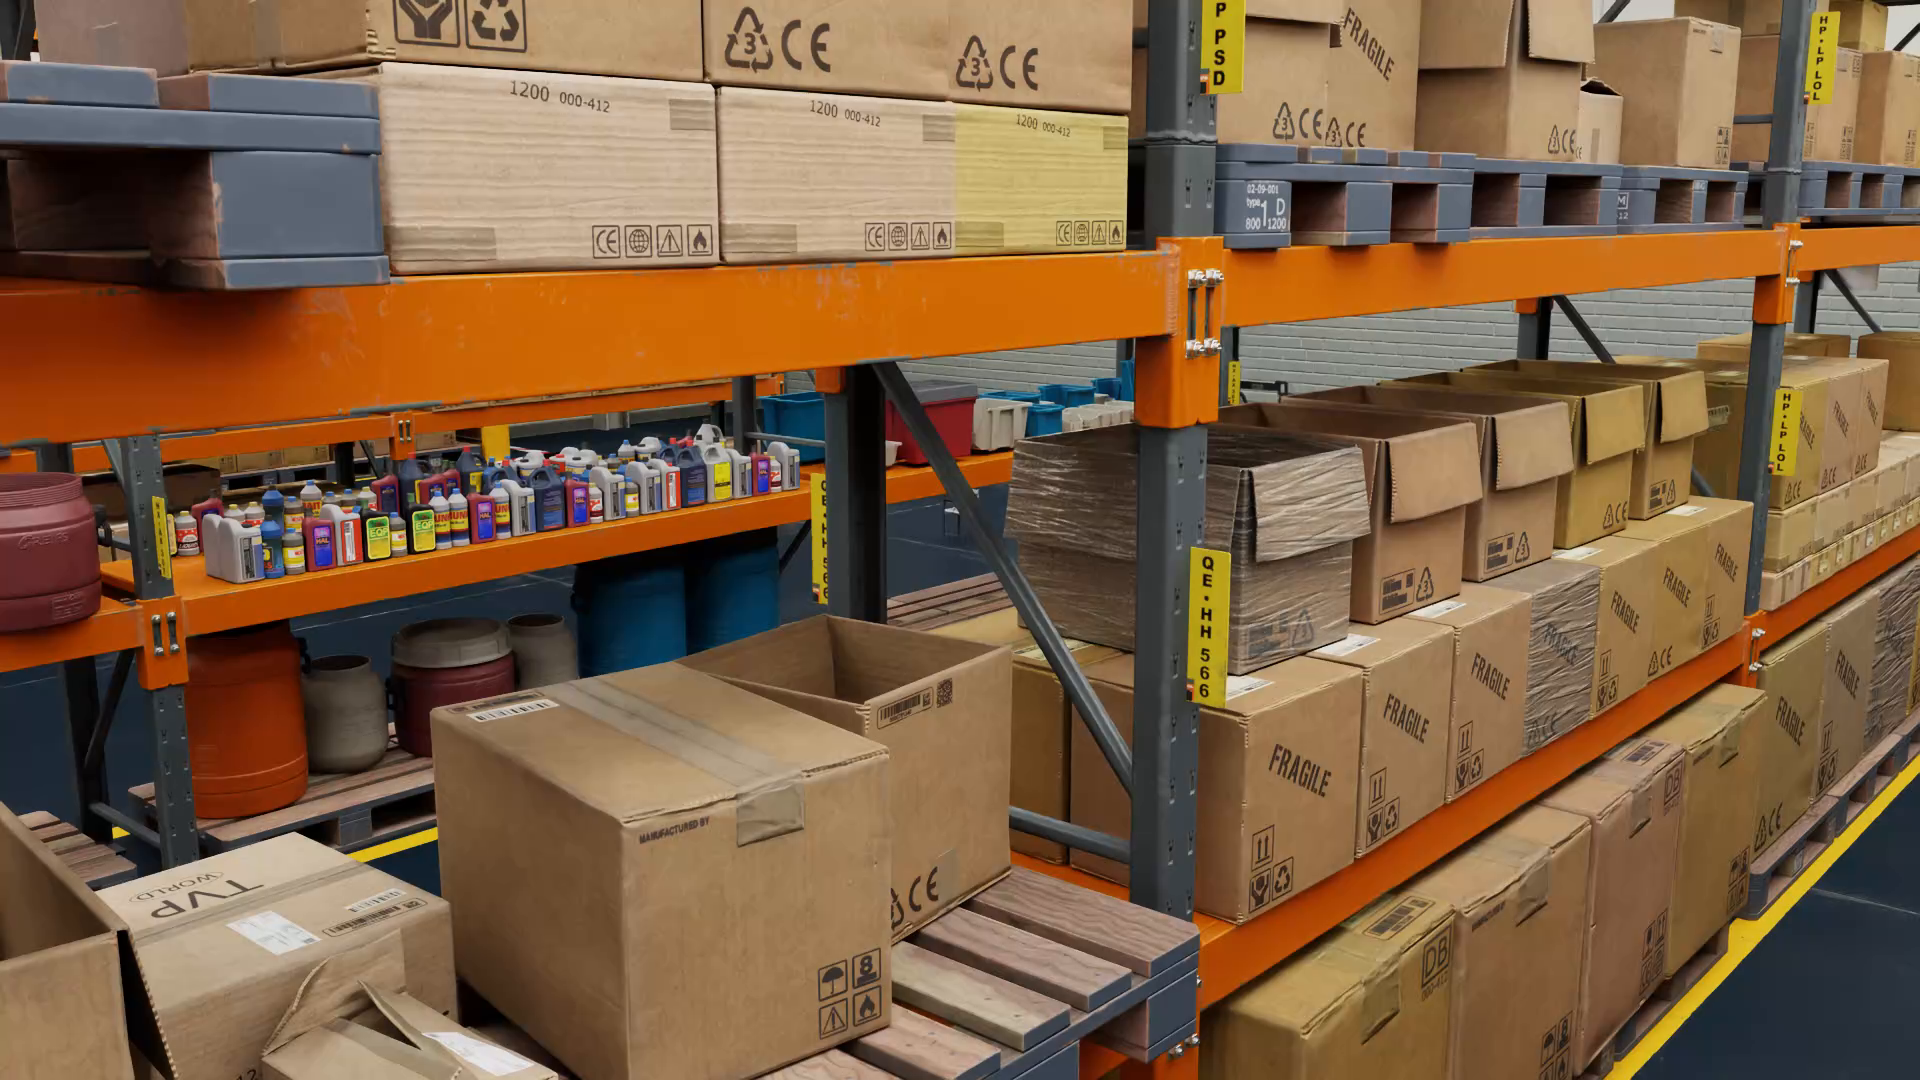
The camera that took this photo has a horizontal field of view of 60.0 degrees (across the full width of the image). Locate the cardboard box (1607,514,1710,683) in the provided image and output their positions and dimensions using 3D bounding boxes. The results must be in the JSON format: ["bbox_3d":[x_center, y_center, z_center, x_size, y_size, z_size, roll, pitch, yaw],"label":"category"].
[{"bbox_3d":[2.296,0.178,5.905,0.500,0.500,0.500,10,15,42],"label":"cardboard box"}]

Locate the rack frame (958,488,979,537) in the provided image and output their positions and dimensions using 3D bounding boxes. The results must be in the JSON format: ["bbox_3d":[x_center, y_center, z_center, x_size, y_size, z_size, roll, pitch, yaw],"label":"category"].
[{"bbox_3d":[0.072,-0.457,14.704,0.240,0.900,0.006,10,15,40],"label":"rack frame"}]

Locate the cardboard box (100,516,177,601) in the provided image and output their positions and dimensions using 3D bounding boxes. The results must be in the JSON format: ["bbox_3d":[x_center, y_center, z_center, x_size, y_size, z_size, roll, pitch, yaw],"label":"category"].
[{"bbox_3d":[-5.816,0.110,11.760,0.500,0.500,0.500,9,14,38],"label":"cardboard box"}]

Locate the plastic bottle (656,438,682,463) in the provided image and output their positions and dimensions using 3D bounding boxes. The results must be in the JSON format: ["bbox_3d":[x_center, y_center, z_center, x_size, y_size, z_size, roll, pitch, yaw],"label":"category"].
[{"bbox_3d":[-1.580,-0.379,9.075,0.144,0.351,0.185,10,15,40],"label":"plastic bottle"}]

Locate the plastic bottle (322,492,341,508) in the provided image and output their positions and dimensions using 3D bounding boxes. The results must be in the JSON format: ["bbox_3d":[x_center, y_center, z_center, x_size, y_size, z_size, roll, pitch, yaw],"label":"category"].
[{"bbox_3d":[-3.120,-0.138,8.251,0.097,0.201,0.097,0,11,0],"label":"plastic bottle"}]

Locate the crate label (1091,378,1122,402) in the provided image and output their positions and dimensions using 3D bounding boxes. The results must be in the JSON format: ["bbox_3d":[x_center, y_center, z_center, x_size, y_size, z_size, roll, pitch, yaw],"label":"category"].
[{"bbox_3d":[1.241,-1.131,12.990,0.416,0.233,0.303,10,15,40],"label":"crate label"}]

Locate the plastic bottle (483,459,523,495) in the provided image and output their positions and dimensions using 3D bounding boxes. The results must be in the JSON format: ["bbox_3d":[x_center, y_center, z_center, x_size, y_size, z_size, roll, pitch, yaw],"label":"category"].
[{"bbox_3d":[-2.280,-0.225,8.306,0.144,0.351,0.185,10,15,40],"label":"plastic bottle"}]

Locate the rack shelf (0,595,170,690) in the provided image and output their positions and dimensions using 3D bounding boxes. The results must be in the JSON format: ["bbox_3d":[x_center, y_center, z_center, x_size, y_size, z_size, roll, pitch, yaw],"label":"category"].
[{"bbox_3d":[-4.950,0.646,5.653,1.077,0.370,4.000,10,15,40],"label":"rack shelf"}]

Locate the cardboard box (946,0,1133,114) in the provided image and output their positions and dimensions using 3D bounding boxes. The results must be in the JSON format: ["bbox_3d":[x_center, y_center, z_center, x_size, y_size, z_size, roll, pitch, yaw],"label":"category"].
[{"bbox_3d":[-0.036,-1.023,2.983,0.500,0.500,0.500,10,15,42],"label":"cardboard box"}]

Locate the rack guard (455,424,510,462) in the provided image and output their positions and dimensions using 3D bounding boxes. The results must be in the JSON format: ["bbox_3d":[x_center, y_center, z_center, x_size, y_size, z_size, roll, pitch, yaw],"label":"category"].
[{"bbox_3d":[-5.775,-1.236,19.624,1.175,0.500,0.348,10,15,40],"label":"rack guard"}]

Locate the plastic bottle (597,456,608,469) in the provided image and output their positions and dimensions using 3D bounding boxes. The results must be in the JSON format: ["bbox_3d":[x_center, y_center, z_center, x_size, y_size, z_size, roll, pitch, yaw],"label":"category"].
[{"bbox_3d":[-2.048,-0.377,9.446,0.097,0.201,0.097,0,11,0],"label":"plastic bottle"}]

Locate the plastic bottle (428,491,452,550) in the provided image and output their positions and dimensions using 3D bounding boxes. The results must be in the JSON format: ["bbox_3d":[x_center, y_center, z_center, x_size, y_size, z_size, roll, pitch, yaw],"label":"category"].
[{"bbox_3d":[-2.458,-0.094,7.854,0.097,0.271,0.097,0,11,0],"label":"plastic bottle"}]

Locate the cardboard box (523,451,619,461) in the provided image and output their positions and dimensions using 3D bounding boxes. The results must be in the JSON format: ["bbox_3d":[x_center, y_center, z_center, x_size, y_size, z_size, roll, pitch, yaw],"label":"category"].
[{"bbox_3d":[-3.471,-0.499,14.800,0.797,0.503,0.637,10,15,40],"label":"cardboard box"}]

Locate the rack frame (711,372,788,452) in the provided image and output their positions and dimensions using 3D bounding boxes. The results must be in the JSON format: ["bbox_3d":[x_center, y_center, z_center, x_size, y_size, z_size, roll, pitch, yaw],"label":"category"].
[{"bbox_3d":[-2.067,-1.819,16.158,1.000,3.000,0.127,10,15,40],"label":"rack frame"}]

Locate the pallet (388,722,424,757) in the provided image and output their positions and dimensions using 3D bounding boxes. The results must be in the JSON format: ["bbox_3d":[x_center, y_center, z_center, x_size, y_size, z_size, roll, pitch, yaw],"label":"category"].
[{"bbox_3d":[-2.335,1.067,8.831,1.003,0.211,1.213,10,15,40],"label":"pallet"}]

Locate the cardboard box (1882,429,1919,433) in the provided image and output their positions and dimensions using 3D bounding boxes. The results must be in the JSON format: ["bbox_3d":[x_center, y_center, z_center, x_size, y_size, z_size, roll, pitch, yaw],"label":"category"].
[{"bbox_3d":[5.251,-0.504,9.199,0.500,0.250,0.500,9,15,39],"label":"cardboard box"}]

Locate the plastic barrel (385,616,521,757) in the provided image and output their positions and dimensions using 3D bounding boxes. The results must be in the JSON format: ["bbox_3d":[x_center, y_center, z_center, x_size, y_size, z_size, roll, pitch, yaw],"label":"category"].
[{"bbox_3d":[-2.574,0.736,8.454,0.600,0.588,0.708,10,15,40],"label":"plastic barrel"}]

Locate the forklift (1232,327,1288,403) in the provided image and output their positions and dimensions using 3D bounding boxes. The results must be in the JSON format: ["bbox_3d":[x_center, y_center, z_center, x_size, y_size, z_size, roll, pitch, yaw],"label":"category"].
[{"bbox_3d":[2.366,-1.484,14.660,3.031,2.935,1.130,9,14,37],"label":"forklift"}]

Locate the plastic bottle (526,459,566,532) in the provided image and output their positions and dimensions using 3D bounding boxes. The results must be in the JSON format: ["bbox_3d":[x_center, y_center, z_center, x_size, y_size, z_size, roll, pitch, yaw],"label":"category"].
[{"bbox_3d":[-2.077,-0.225,8.307,0.144,0.351,0.185,10,15,40],"label":"plastic bottle"}]

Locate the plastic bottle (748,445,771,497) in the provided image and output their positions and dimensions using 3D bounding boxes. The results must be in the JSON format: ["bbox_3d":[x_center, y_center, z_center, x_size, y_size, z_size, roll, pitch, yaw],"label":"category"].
[{"bbox_3d":[-1.125,-0.392,9.314,0.061,0.283,0.133,10,15,40],"label":"plastic bottle"}]

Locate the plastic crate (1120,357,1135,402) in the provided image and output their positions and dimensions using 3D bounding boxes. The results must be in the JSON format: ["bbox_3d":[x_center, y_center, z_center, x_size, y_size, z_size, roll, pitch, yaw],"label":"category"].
[{"bbox_3d":[1.571,-1.151,12.572,0.616,0.435,0.499,10,15,40],"label":"plastic crate"}]

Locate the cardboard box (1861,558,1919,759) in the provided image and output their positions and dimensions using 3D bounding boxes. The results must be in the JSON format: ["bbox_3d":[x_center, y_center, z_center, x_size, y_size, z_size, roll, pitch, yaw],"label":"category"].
[{"bbox_3d":[4.409,0.537,8.716,0.875,0.875,0.875,10,15,40],"label":"cardboard box"}]

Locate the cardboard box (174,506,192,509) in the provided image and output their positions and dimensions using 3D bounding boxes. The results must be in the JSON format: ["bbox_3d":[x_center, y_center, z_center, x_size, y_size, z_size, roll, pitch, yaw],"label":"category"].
[{"bbox_3d":[-5.889,-0.028,12.451,0.500,0.500,0.500,10,15,41],"label":"cardboard box"}]

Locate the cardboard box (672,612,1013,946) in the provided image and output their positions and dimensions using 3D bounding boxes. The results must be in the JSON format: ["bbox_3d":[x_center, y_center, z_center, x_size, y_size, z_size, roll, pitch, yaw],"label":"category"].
[{"bbox_3d":[-0.236,0.469,3.375,0.500,0.500,0.500,8,14,33],"label":"cardboard box"}]

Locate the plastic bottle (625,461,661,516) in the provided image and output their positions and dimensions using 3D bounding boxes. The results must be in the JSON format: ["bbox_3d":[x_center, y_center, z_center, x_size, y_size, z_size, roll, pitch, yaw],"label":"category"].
[{"bbox_3d":[-1.669,-0.281,8.775,0.152,0.276,0.135,10,15,40],"label":"plastic bottle"}]

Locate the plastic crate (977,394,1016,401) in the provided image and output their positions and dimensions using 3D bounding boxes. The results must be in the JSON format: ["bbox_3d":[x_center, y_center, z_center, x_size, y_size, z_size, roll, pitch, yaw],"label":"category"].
[{"bbox_3d":[0.174,-0.893,11.799,0.416,0.233,0.300,10,15,40],"label":"plastic crate"}]

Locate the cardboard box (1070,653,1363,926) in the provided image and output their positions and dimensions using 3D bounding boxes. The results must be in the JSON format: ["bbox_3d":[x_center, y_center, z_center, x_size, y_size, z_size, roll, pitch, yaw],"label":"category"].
[{"bbox_3d":[0.616,0.554,4.021,0.500,0.500,0.500,10,15,42],"label":"cardboard box"}]

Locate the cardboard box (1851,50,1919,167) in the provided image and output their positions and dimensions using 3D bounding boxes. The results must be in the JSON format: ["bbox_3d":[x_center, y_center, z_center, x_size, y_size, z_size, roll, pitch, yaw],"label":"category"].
[{"bbox_3d":[4.013,-1.984,7.743,0.700,0.500,0.500,11,15,43],"label":"cardboard box"}]

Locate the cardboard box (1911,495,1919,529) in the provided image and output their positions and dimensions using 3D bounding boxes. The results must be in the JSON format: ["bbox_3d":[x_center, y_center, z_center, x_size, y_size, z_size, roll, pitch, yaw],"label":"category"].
[{"bbox_3d":[4.711,-0.169,8.538,0.380,0.149,0.250,9,15,39],"label":"cardboard box"}]

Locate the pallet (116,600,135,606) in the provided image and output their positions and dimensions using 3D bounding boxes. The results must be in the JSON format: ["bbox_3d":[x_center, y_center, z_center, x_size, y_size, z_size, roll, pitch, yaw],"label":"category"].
[{"bbox_3d":[-6.021,0.442,11.958,1.003,0.211,1.213,10,15,40],"label":"pallet"}]

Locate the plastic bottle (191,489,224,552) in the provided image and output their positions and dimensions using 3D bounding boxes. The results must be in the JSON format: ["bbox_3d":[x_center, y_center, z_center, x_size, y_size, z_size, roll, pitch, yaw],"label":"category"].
[{"bbox_3d":[-3.531,-0.092,7.811,0.061,0.283,0.133,10,15,40],"label":"plastic bottle"}]

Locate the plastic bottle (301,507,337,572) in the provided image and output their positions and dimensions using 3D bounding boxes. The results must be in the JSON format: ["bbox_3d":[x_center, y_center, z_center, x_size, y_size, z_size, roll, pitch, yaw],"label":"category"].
[{"bbox_3d":[-2.850,-0.008,7.389,0.061,0.283,0.133,10,15,40],"label":"plastic bottle"}]

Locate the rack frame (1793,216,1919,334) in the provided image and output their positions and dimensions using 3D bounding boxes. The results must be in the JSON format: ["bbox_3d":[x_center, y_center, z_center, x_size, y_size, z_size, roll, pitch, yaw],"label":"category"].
[{"bbox_3d":[5.372,-0.537,9.742,1.000,3.000,0.127,10,15,40],"label":"rack frame"}]

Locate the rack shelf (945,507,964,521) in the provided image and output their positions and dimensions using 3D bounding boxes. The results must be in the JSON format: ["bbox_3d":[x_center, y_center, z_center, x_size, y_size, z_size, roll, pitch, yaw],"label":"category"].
[{"bbox_3d":[0.005,-0.233,14.671,0.258,0.077,0.200,10,15,40],"label":"rack shelf"}]

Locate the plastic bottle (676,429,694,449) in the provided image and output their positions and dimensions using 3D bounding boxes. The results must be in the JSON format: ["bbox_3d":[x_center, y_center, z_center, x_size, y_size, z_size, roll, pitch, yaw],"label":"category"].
[{"bbox_3d":[-1.640,-0.513,9.921,0.061,0.283,0.133,10,15,40],"label":"plastic bottle"}]

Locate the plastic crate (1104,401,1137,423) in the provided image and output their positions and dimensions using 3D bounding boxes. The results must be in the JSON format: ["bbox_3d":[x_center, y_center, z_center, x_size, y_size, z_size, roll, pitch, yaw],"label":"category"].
[{"bbox_3d":[1.249,-0.934,12.251,0.396,0.136,0.243,10,15,40],"label":"plastic crate"}]

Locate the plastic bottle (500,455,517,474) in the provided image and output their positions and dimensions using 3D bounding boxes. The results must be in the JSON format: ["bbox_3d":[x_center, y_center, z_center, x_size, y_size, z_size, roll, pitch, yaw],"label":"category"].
[{"bbox_3d":[-2.442,-0.323,9.000,0.097,0.271,0.097,0,11,0],"label":"plastic bottle"}]

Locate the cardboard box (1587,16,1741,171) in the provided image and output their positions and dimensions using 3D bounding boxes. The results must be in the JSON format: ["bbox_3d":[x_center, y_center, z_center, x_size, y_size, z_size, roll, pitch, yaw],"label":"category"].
[{"bbox_3d":[2.356,-1.588,6.017,0.700,0.500,0.500,10,15,42],"label":"cardboard box"}]

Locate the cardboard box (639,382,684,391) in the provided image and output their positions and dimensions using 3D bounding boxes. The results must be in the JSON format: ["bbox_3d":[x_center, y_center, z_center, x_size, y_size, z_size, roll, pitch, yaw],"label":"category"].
[{"bbox_3d":[-2.832,-1.617,14.893,0.500,0.500,0.500,10,15,41],"label":"cardboard box"}]

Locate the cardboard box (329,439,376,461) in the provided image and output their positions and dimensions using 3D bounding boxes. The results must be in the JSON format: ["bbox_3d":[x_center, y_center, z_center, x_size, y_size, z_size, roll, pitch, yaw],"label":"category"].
[{"bbox_3d":[-6.839,-1.175,18.245,0.700,0.500,0.500,9,14,39],"label":"cardboard box"}]

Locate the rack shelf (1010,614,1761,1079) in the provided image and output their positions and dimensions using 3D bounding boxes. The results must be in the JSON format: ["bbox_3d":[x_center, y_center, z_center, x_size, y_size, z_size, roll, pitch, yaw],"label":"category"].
[{"bbox_3d":[1.411,0.698,5.393,1.077,0.370,4.000,10,15,40],"label":"rack shelf"}]

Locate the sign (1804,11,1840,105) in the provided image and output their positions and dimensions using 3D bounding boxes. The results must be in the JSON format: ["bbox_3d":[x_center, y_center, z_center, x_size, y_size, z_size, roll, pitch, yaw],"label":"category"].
[{"bbox_3d":[3.145,-1.759,6.077,0.100,0.325,0.005,10,15,40],"label":"sign"}]

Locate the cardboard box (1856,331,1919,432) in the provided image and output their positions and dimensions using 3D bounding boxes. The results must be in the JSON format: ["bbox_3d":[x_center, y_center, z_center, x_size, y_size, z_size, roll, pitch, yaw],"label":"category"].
[{"bbox_3d":[5.248,-0.872,9.125,0.500,0.500,0.500,10,15,41],"label":"cardboard box"}]

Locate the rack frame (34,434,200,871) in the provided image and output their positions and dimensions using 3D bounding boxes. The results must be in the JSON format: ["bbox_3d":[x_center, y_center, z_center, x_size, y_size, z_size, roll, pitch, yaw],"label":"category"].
[{"bbox_3d":[-3.630,-0.001,7.056,1.000,3.000,0.127,10,15,40],"label":"rack frame"}]

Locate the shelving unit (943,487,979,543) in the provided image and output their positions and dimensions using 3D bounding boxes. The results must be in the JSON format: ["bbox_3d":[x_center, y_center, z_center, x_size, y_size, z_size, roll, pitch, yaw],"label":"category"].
[{"bbox_3d":[0.005,-0.442,14.629,0.258,0.900,0.210,10,15,40],"label":"shelving unit"}]

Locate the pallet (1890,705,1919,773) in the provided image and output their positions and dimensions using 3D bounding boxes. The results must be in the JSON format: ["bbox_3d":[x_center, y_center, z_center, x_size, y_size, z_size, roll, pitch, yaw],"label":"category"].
[{"bbox_3d":[4.903,0.958,9.376,1.003,0.211,1.213,10,15,40],"label":"pallet"}]

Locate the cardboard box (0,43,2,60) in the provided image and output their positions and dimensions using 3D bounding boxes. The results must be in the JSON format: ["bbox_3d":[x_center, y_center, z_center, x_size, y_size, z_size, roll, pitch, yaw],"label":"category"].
[{"bbox_3d":[-1.387,-0.623,2.037,0.380,0.166,0.250,9,15,39],"label":"cardboard box"}]

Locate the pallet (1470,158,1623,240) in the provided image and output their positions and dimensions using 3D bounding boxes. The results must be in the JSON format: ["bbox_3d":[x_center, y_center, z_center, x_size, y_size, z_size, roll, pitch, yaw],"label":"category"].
[{"bbox_3d":[1.212,-1.005,4.908,1.003,0.211,1.213,11,16,43],"label":"pallet"}]

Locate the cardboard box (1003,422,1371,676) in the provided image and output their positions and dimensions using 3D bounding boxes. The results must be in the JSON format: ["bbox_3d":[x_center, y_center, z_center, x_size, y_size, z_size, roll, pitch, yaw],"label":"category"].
[{"bbox_3d":[0.586,-0.007,4.269,0.797,0.503,0.637,10,15,42],"label":"cardboard box"}]

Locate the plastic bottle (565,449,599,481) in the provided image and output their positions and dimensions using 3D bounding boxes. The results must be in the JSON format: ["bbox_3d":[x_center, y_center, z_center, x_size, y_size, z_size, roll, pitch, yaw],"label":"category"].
[{"bbox_3d":[-2.078,-0.353,9.139,0.152,0.276,0.135,10,15,40],"label":"plastic bottle"}]

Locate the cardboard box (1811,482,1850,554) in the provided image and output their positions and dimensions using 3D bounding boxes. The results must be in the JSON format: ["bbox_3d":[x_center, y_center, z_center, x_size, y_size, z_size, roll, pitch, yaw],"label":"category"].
[{"bbox_3d":[3.570,-0.129,7.321,0.500,0.250,0.500,10,15,40],"label":"cardboard box"}]

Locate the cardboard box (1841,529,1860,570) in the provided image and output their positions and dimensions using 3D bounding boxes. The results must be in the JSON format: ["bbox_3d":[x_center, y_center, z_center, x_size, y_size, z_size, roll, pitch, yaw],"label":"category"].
[{"bbox_3d":[3.864,0.020,7.594,0.380,0.149,0.250,9,15,40],"label":"cardboard box"}]

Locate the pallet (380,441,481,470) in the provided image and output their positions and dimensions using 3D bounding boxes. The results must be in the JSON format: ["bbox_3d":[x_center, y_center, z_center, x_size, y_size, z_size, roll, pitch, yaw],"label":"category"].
[{"bbox_3d":[-6.260,-0.963,18.995,1.003,0.211,1.213,10,15,40],"label":"pallet"}]

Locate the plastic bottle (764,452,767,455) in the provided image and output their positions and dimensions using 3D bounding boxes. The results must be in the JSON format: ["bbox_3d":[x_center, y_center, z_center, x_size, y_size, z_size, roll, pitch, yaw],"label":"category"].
[{"bbox_3d":[-1.113,-0.405,9.589,0.097,0.201,0.097,0,11,0],"label":"plastic bottle"}]
